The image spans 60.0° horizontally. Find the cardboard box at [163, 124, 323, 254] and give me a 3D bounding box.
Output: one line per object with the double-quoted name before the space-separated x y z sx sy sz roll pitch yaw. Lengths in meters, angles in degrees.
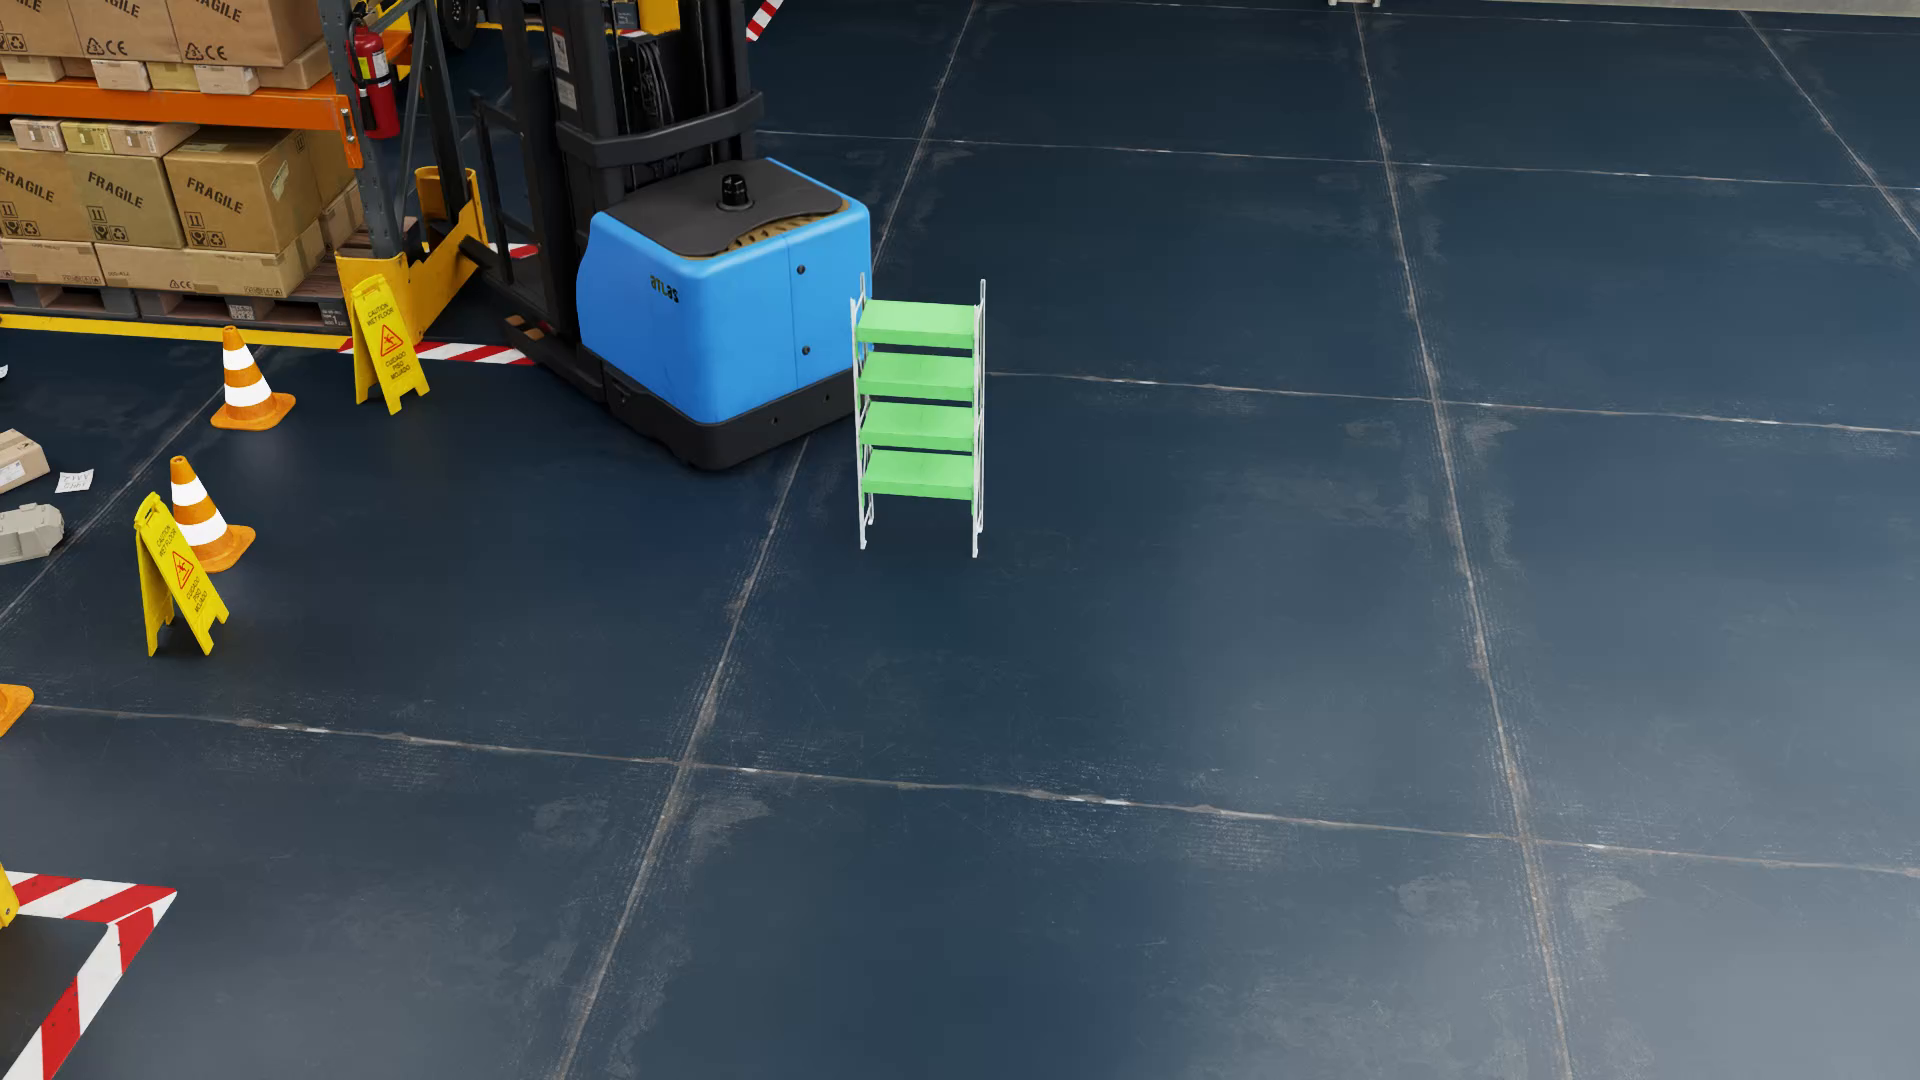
"cardboard box" -3.687 -1.824 8.583 0.500 0.500 0.500 4 36 6

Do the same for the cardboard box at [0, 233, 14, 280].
"cardboard box" -5.218 -1.636 8.965 0.500 0.250 0.500 4 36 5

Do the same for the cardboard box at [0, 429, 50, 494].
"cardboard box" -4.416 -0.331 7.585 0.250 0.149 0.380 24 42 30

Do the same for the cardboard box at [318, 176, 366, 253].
"cardboard box" -3.624 -1.829 9.236 0.500 0.250 0.500 4 36 6

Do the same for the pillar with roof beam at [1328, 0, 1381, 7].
"pillar with roof beam" 2.596 -5.506 7.219 0.400 9.000 9.100 4 36 6

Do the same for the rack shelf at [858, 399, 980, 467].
"rack shelf" -0.164 -0.449 6.956 0.480 0.148 0.258 4 36 6

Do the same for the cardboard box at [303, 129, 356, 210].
"cardboard box" -3.648 -2.135 9.020 0.500 0.500 0.500 3 36 4

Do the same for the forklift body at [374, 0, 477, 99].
"forklift body" -4.344 -4.162 11.230 1.214 2.155 2.313 4 36 6

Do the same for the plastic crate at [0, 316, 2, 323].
"plastic crate" -5.374 -1.077 8.690 0.583 0.080 0.402 -7 36 -10

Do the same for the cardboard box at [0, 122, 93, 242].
"cardboard box" -4.705 -1.902 8.693 0.500 0.500 0.500 3 36 5

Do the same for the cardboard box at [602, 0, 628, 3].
"cardboard box" -2.737 -4.323 12.730 0.500 0.250 0.500 5 36 6

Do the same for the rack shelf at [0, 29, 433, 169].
"rack shelf" -4.843 -2.413 8.668 4.000 0.370 1.077 4 36 6

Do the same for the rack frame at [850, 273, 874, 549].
"rack frame" -0.406 -0.519 6.944 0.015 1.200 0.240 4 36 6

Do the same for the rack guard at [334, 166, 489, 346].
"rack guard" -2.935 -1.546 8.986 0.348 0.500 1.175 4 36 6

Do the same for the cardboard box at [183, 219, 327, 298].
"cardboard box" -3.719 -1.516 8.798 0.500 0.250 0.500 4 36 6

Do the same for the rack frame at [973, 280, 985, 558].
"rack frame" 0.078 -0.483 6.893 0.015 1.200 0.240 4 36 6

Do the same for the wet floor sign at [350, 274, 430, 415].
"wet floor sign" -2.807 -0.969 8.052 0.232 0.644 0.267 17 39 22

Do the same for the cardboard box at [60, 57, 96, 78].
"cardboard box" -4.270 -2.448 8.314 0.250 0.149 0.380 5 36 7

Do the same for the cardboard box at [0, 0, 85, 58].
"cardboard box" -4.424 -2.680 8.081 0.500 0.500 0.500 4 36 6

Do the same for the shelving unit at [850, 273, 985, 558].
"shelving unit" -0.164 -0.501 6.919 0.503 1.200 0.258 4 36 6

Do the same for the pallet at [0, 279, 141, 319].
"pallet" -4.942 -1.601 9.311 1.213 0.211 1.003 4 36 6

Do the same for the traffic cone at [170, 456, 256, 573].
"traffic cone" -3.254 -0.149 7.061 0.334 0.463 0.336 4 36 6

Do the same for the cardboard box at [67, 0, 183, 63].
"cardboard box" -3.929 -2.641 8.026 0.500 0.500 0.500 4 36 6

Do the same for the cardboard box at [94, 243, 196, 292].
"cardboard box" -4.208 -1.557 8.855 0.500 0.250 0.500 4 36 6

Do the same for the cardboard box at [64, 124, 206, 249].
"cardboard box" -4.205 -1.861 8.635 0.500 0.500 0.500 6 36 8

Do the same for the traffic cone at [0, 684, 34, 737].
"traffic cone" -3.735 0.477 6.184 0.334 0.463 0.336 4 36 6

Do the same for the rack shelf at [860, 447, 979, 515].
"rack shelf" -0.164 -0.253 7.095 0.480 0.148 0.258 4 36 6

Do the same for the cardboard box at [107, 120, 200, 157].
"cardboard box" -4.060 -2.076 8.379 0.250 0.149 0.380 5 36 7

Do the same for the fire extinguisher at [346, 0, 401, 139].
"fire extinguisher" -2.804 -2.252 7.890 0.183 0.674 0.296 4 36 6

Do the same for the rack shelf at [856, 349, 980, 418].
"rack shelf" -0.164 -0.644 6.816 0.480 0.148 0.258 4 36 6

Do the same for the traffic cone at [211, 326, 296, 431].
"traffic cone" -3.450 -0.814 7.992 0.334 0.463 0.336 4 36 6

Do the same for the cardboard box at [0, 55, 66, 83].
"cardboard box" -4.535 -2.414 8.267 0.250 0.149 0.380 4 36 5

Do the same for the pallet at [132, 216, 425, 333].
"pallet" -3.736 -1.509 9.183 1.213 0.211 1.003 4 36 6

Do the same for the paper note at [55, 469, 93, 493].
"paper note" -4.050 -0.272 7.605 0.142 0.019 0.148 -7 36 -10

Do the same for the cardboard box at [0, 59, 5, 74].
"cardboard box" -4.771 -2.484 8.365 0.250 0.149 0.380 4 36 6

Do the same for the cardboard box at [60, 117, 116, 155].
"cardboard box" -4.309 -2.097 8.407 0.250 0.149 0.380 5 36 7

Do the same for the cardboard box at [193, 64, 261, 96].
"cardboard box" -3.523 -2.315 8.128 0.250 0.149 0.380 4 36 5

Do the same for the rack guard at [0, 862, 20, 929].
"rack guard" -3.366 1.321 4.969 0.348 0.500 1.175 4 36 6

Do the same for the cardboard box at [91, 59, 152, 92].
"cardboard box" -4.034 -2.348 8.174 0.250 0.149 0.380 5 36 7

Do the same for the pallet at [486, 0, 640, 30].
"pallet" -2.995 -4.316 13.115 1.213 0.211 1.003 4 36 6

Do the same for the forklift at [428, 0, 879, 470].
"forklift" -1.751 -2.285 7.928 1.130 2.935 3.031 -27 44 -33

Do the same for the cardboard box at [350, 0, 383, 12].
"cardboard box" -3.294 -2.915 8.409 0.500 0.500 0.500 4 36 5

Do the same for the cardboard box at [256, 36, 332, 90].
"cardboard box" -3.257 -2.360 8.191 0.250 0.149 0.380 5 36 8

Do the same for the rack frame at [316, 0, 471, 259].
"rack frame" -2.859 -2.558 8.252 0.127 3.000 1.000 4 36 6

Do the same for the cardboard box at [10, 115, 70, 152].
"cardboard box" -4.570 -2.117 8.436 0.250 0.149 0.380 6 36 8

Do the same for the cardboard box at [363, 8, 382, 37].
"cardboard box" -3.170 -2.600 8.527 0.250 0.149 0.380 4 36 6

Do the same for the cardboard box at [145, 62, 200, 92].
"cardboard box" -3.774 -2.346 8.171 0.250 0.149 0.380 4 36 5

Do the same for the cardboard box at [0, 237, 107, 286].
"cardboard box" -4.728 -1.593 8.905 0.500 0.250 0.500 3 36 4

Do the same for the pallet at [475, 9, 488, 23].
"pallet" -4.201 -4.407 13.244 1.213 0.211 1.003 4 36 6

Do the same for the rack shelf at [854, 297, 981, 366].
"rack shelf" -0.164 -0.839 6.677 0.480 0.148 0.258 4 36 6

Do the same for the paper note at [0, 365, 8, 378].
"paper note" -4.899 -0.837 8.396 0.148 0.019 0.142 -7 36 -10

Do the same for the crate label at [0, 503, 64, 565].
"crate label" -4.042 -0.039 7.187 0.298 0.136 0.250 -14 38 -18

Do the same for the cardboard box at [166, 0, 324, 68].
"cardboard box" -3.433 -2.601 7.970 0.500 0.500 0.500 4 36 5

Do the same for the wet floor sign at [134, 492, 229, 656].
"wet floor sign" -3.109 0.121 6.525 0.232 0.644 0.267 -2 36 -2

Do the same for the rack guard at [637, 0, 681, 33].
"rack guard" -2.207 -4.399 12.983 0.348 0.500 1.175 4 36 6

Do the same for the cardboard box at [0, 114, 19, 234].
"cardboard box" -5.229 -1.939 8.745 0.500 0.500 0.500 6 36 8
